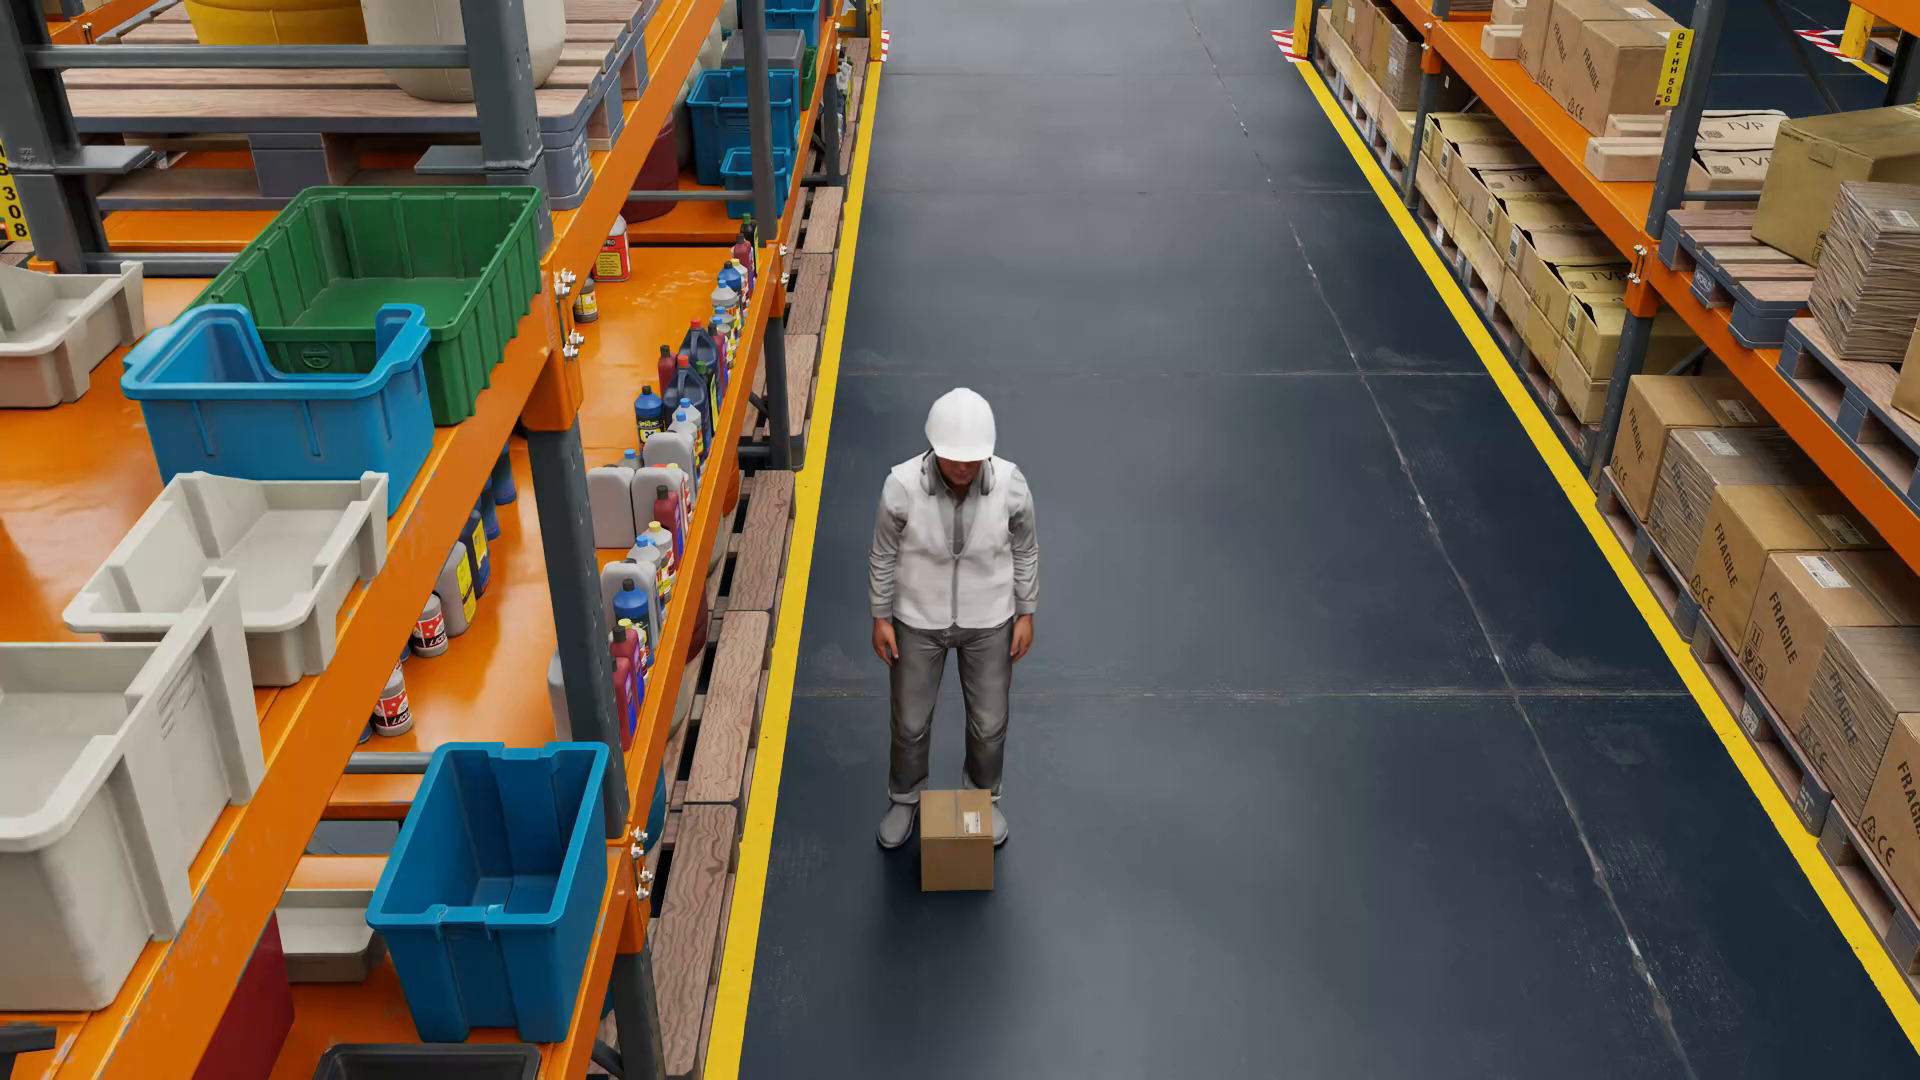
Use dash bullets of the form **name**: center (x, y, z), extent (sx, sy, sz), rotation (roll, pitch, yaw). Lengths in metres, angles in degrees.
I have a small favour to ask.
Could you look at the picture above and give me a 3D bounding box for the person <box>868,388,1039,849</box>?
- **person**: center (-0.021, 0.268, 5.670), extent (0.579, 1.769, 0.466), rotation (-1, 31, -2)
